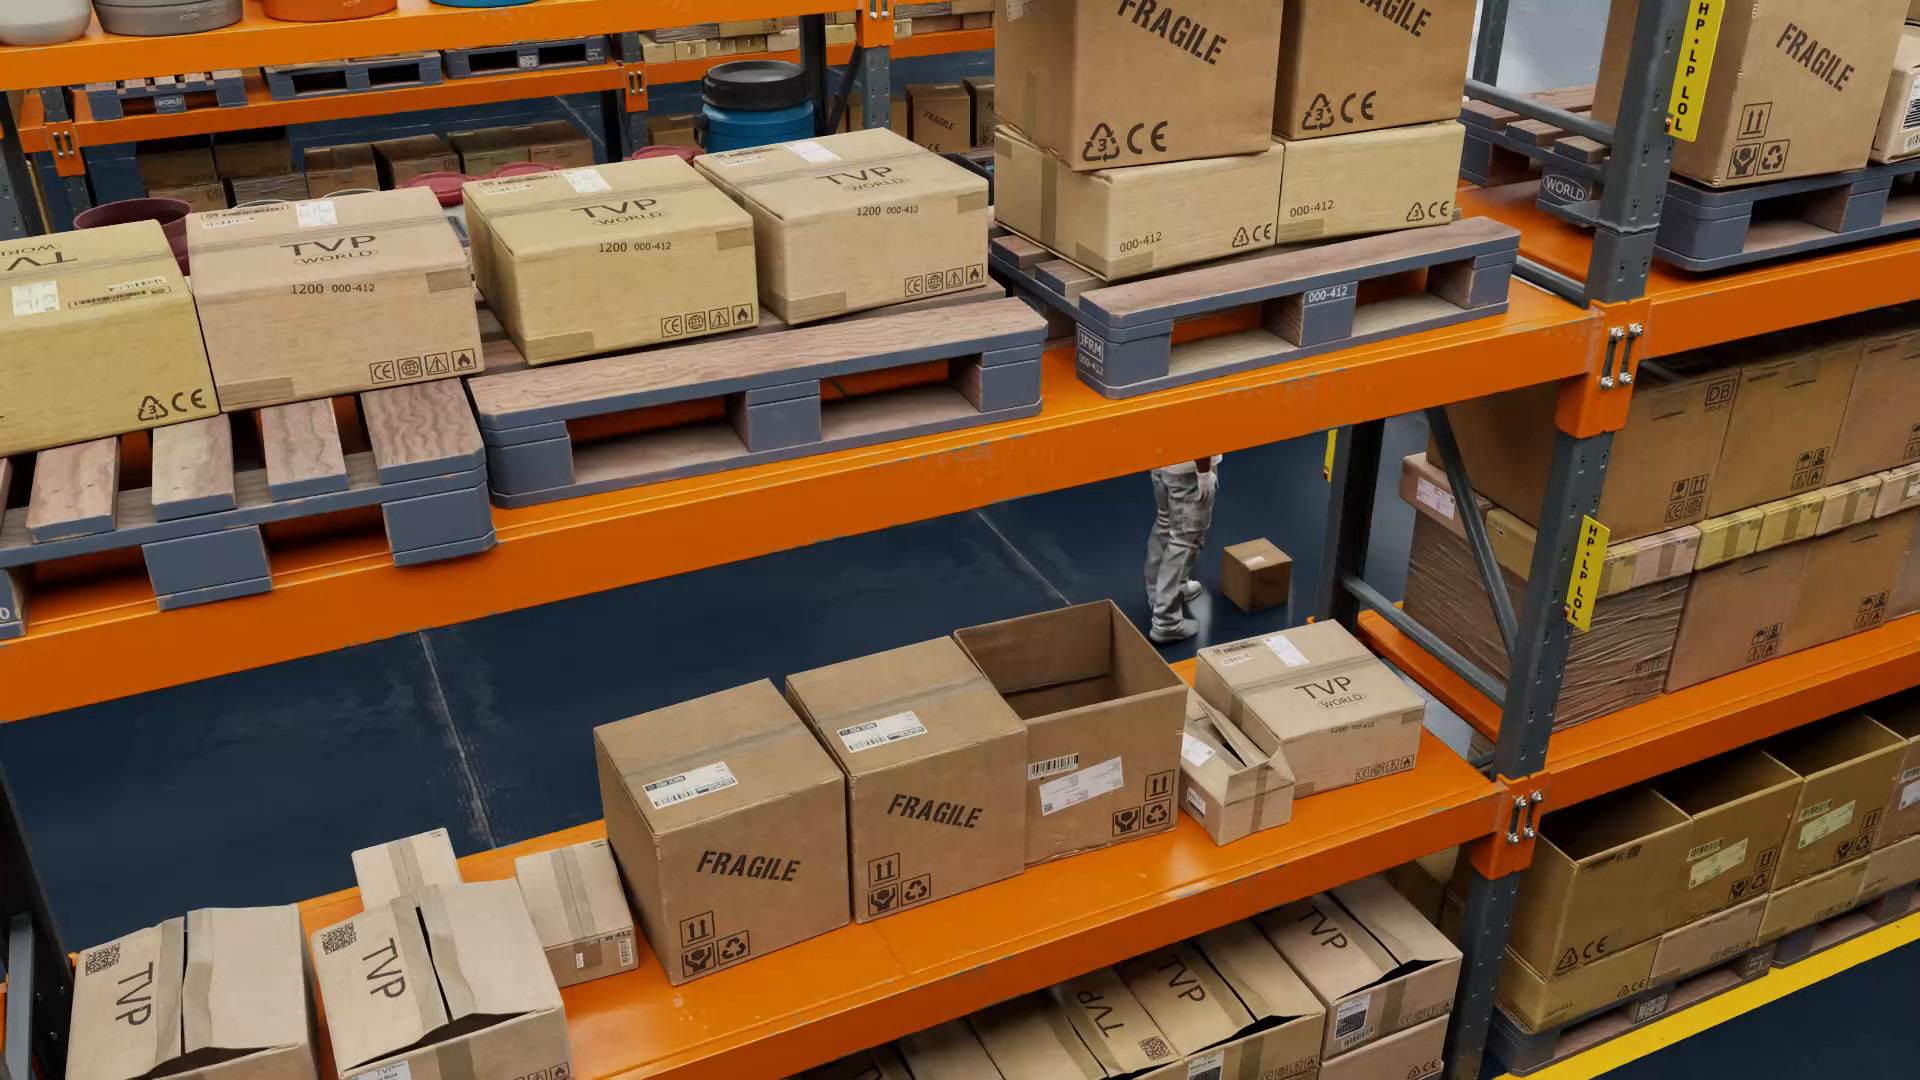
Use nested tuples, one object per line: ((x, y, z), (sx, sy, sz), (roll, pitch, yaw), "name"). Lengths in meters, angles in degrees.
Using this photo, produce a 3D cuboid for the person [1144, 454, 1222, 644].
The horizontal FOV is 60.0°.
((1.065, -0.393, 7.834), (0.459, 1.810, 0.555), (-12, 31, -21), "person")
